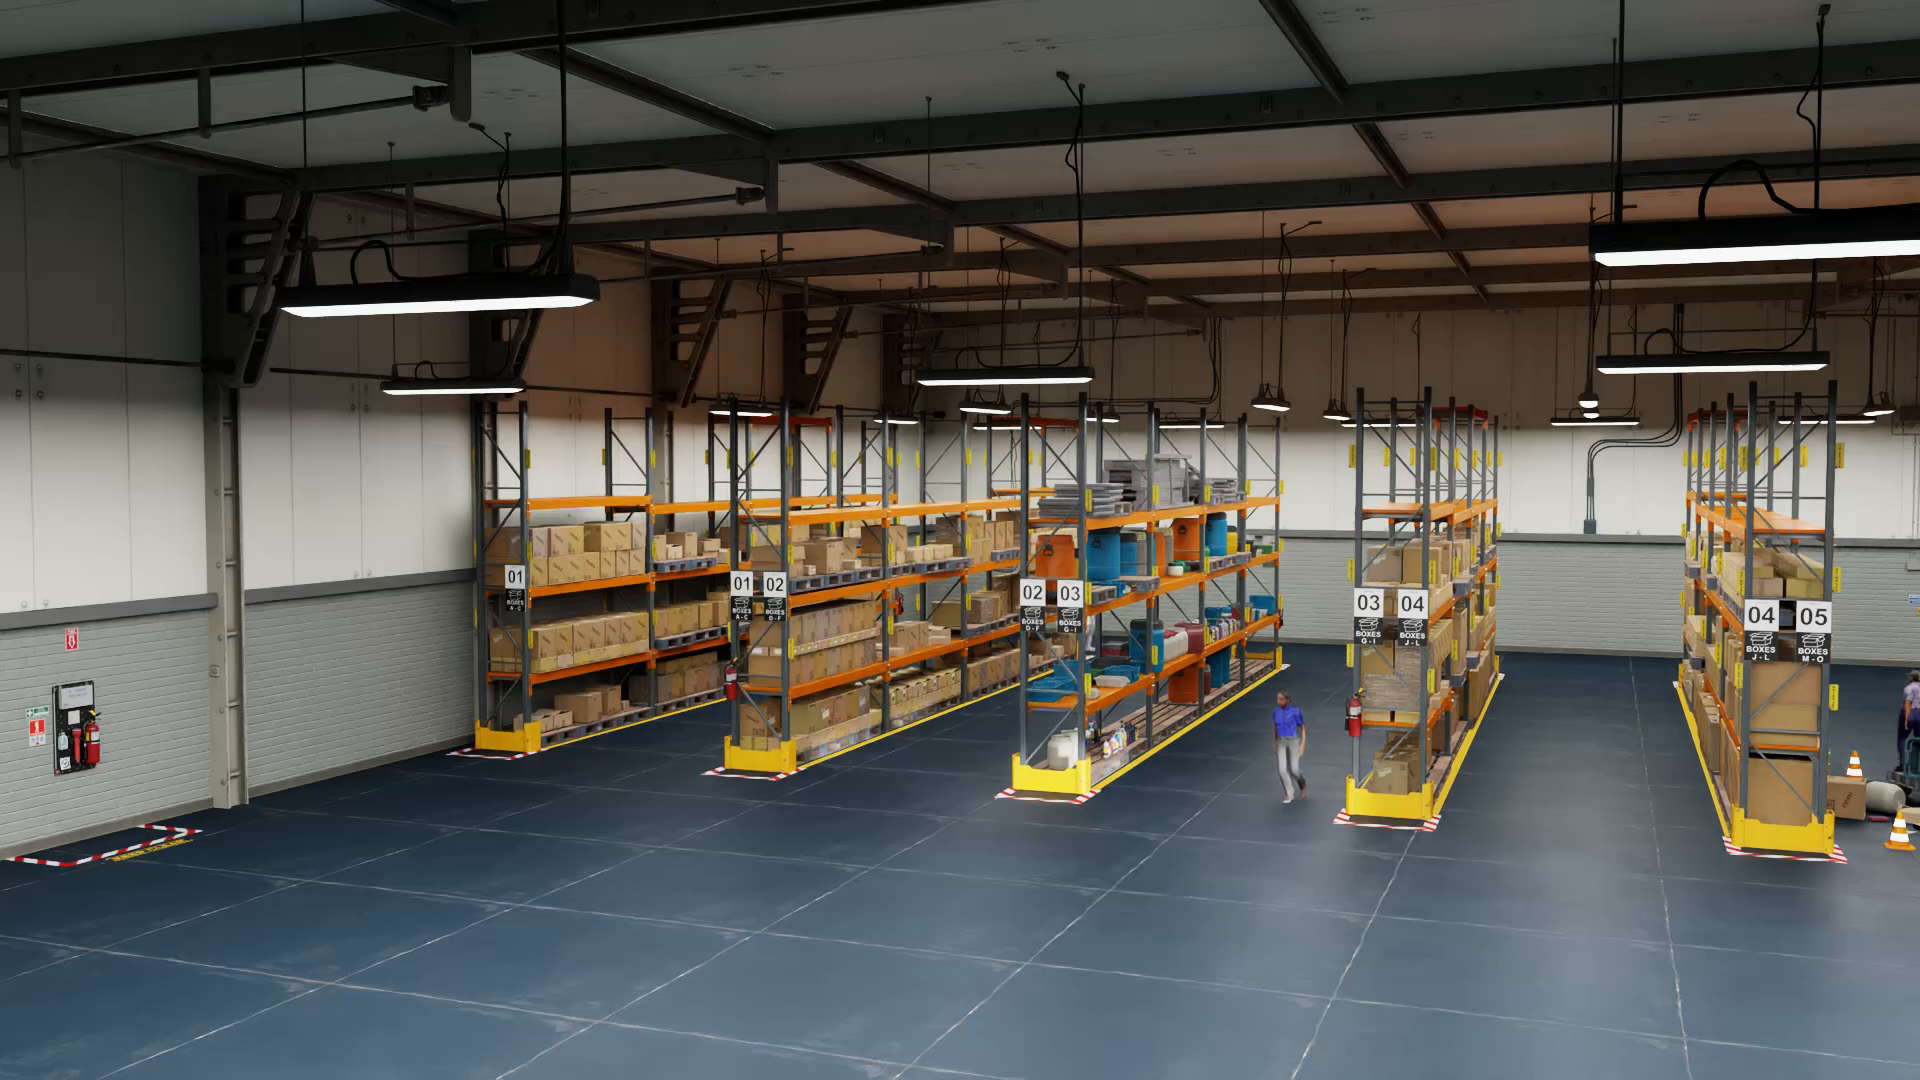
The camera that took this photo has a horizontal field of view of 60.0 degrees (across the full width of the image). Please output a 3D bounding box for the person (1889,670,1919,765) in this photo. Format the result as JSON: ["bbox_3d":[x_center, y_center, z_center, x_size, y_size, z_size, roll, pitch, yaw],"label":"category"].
[{"bbox_3d":[15.308,2.890,26.745,0.448,1.562,0.997,1,3,17],"label":"person"}]

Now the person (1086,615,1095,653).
[{"bbox_3d":[3.311,2.047,43.076,0.492,1.869,0.625,3,4,44],"label":"person"}]

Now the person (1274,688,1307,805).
[{"bbox_3d":[4.820,3.037,24.300,0.319,1.746,0.577,-2,4,-39],"label":"person"}]
